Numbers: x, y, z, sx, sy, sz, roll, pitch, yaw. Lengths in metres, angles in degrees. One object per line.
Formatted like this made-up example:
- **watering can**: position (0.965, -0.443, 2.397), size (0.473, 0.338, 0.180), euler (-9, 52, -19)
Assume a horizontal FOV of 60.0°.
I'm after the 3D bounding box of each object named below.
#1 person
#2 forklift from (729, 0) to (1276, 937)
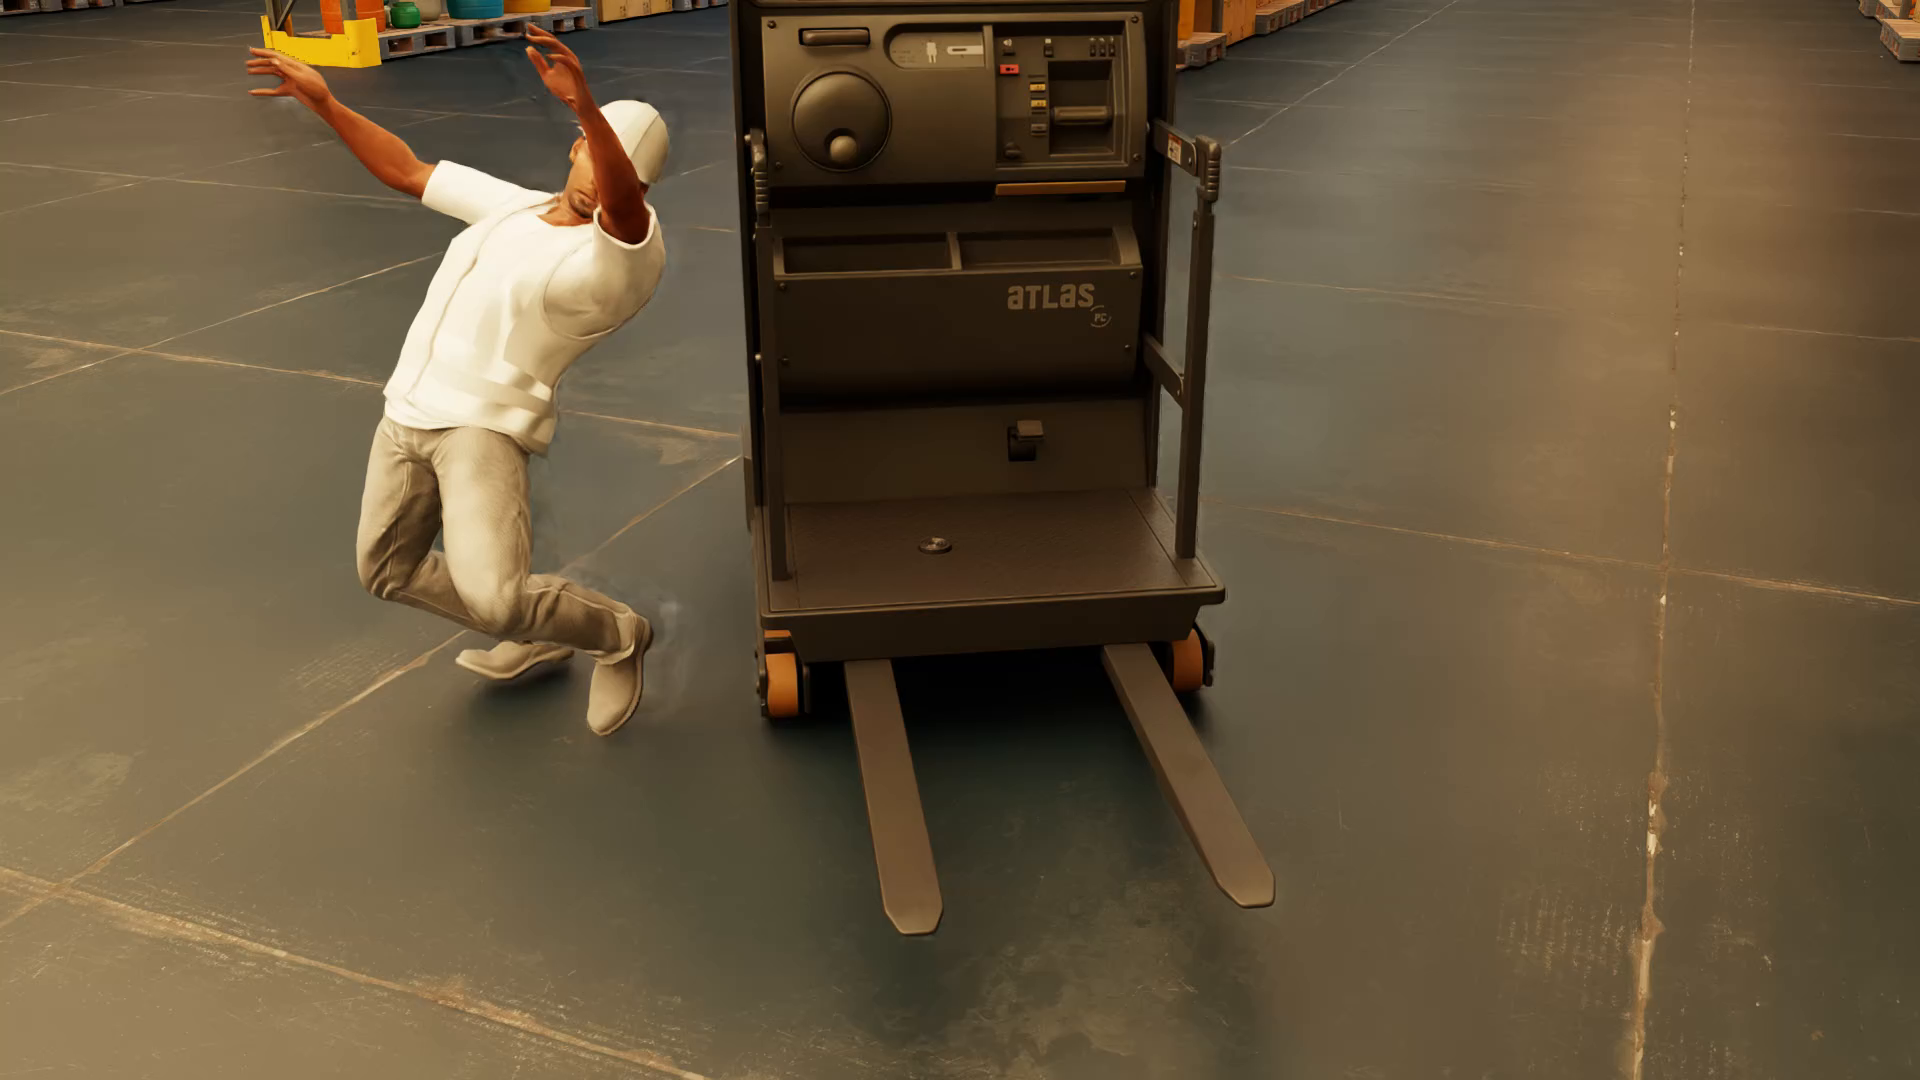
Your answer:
- **person**: position (-1.047, -0.390, 3.873), size (1.028, 1.643, 0.753), euler (19, 29, 38)
- **forklift**: position (0.024, -1.059, 3.827), size (1.130, 2.935, 3.031), euler (-3, 23, -7)
